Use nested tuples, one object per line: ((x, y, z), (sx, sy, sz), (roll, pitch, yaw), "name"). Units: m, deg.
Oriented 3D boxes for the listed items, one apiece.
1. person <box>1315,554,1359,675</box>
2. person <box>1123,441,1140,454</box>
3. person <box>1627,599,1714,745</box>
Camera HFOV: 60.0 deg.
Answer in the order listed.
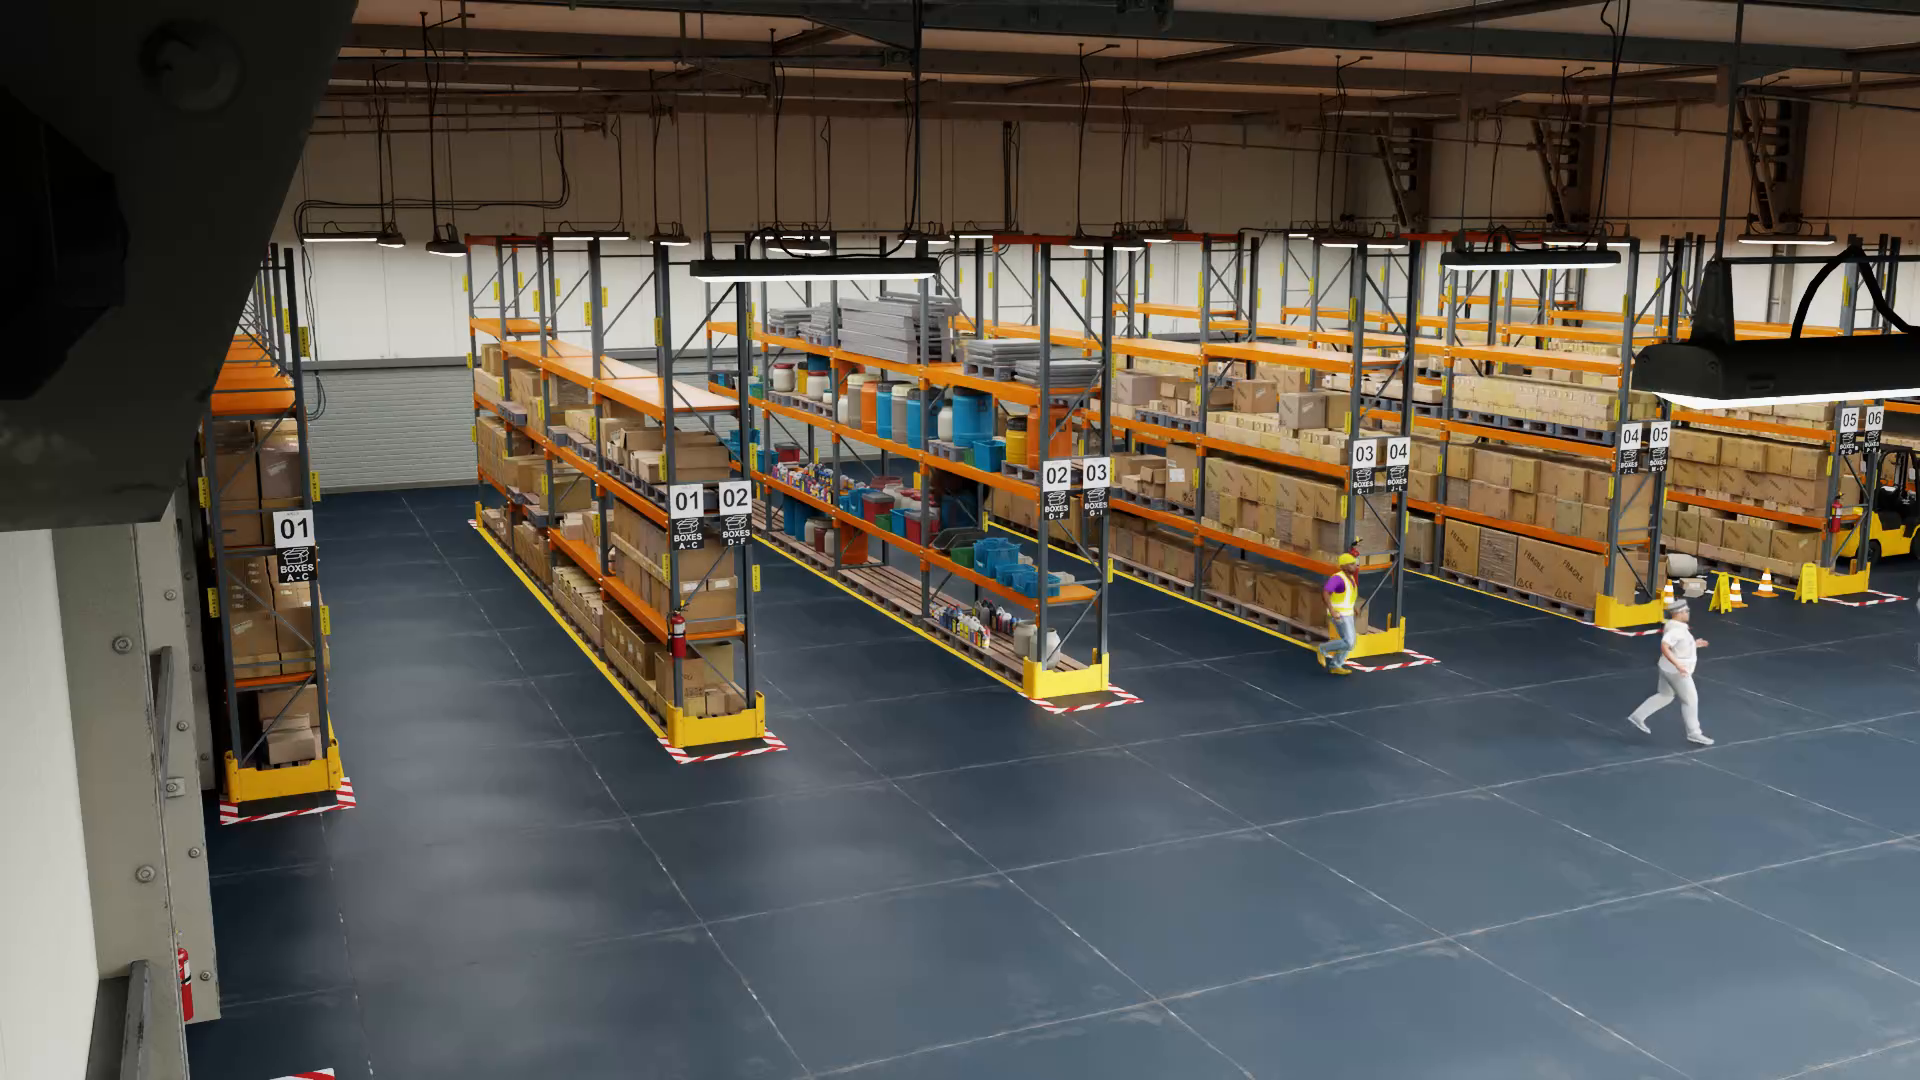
((5.329, 1.035, 23.353), (0.562, 1.718, 0.750), (7, 13, 33), "person")
((4.357, -2.539, 42.044), (0.778, 1.617, 0.686), (3, 11, 14), "person")
((8.698, 1.581, 20.206), (0.983, 1.775, 0.661), (2, 11, 8), "person")
